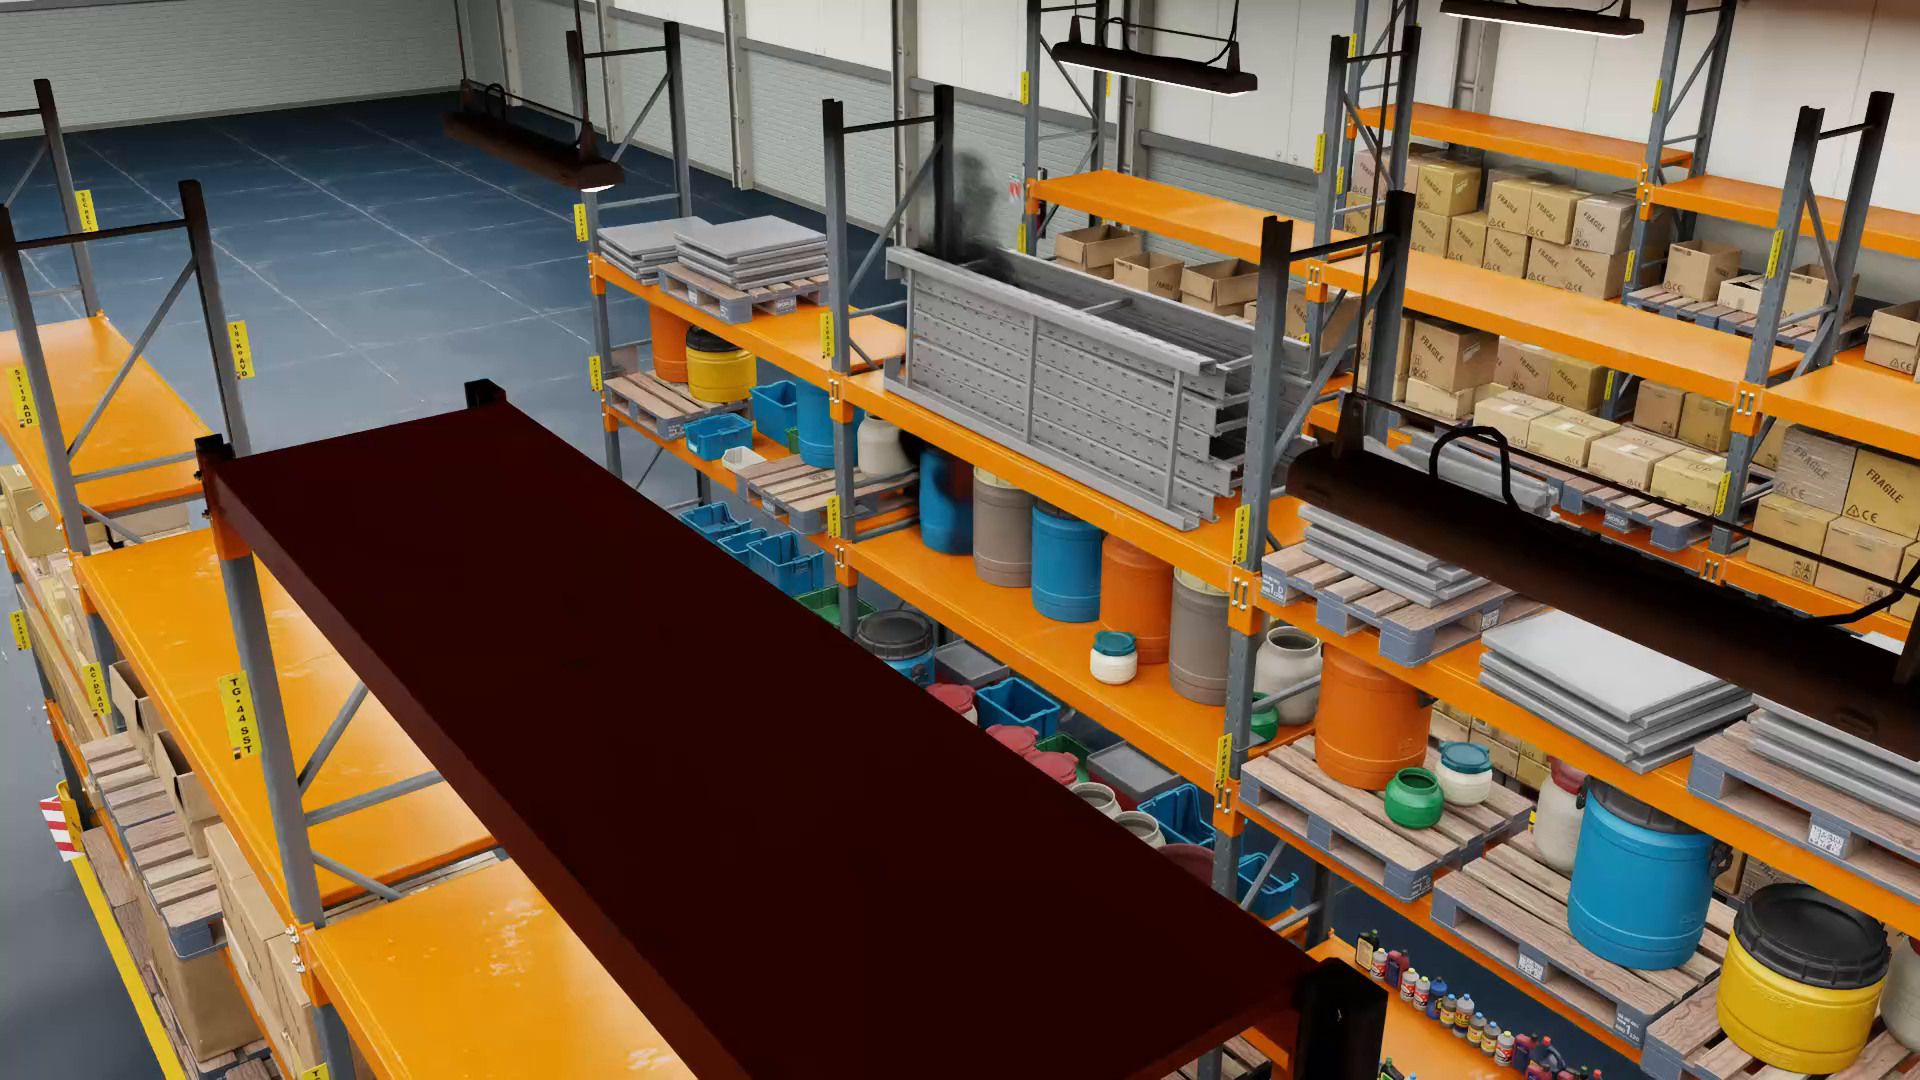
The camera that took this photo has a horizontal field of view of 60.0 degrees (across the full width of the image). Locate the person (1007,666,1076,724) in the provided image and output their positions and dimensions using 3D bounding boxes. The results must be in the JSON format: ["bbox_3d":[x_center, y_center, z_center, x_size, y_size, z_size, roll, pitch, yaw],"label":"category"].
[{"bbox_3d":[0.697,0.924,14.904,0.782,1.740,0.674,20,31,36],"label":"person"}]
